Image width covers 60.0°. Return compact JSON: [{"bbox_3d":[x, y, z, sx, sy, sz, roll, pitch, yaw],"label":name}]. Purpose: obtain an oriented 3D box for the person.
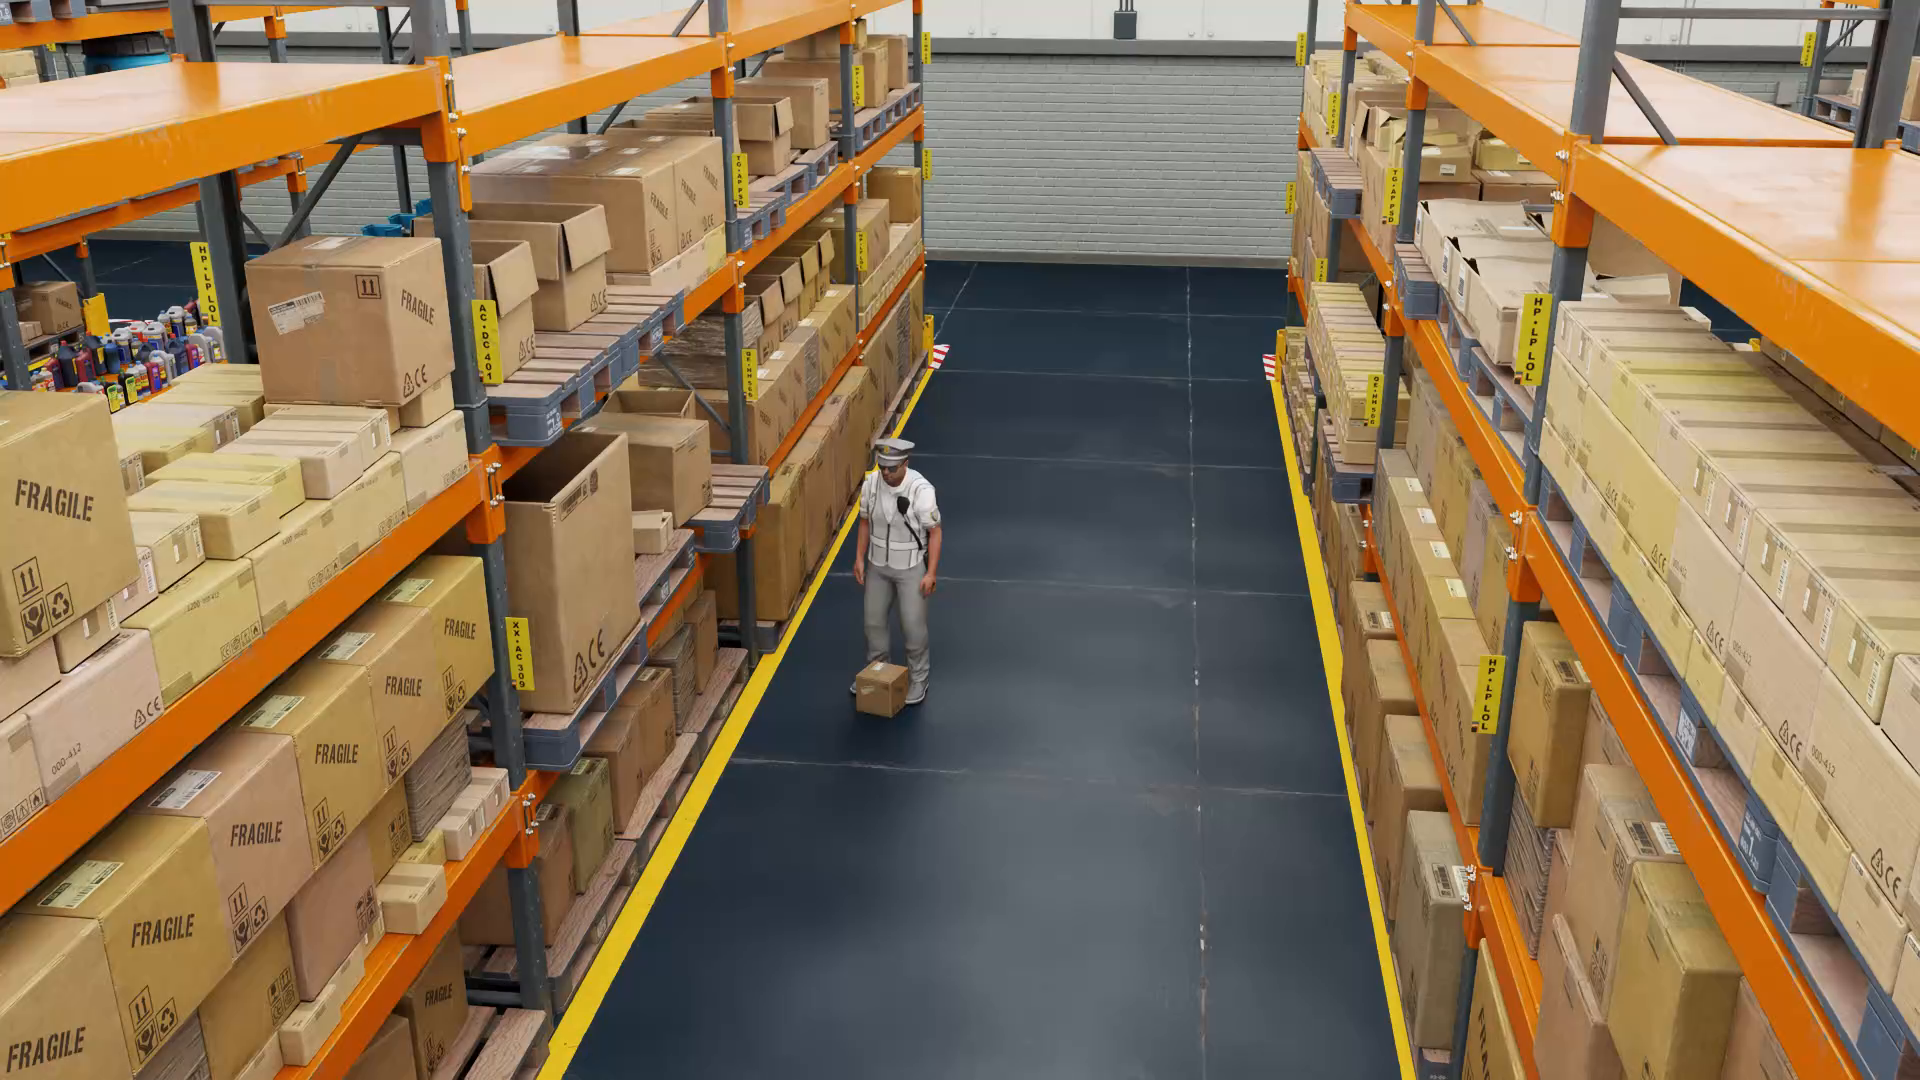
[{"bbox_3d":[-0.392,0.166,10.638,0.585,1.749,0.435,10,23,24],"label":"person"}]
